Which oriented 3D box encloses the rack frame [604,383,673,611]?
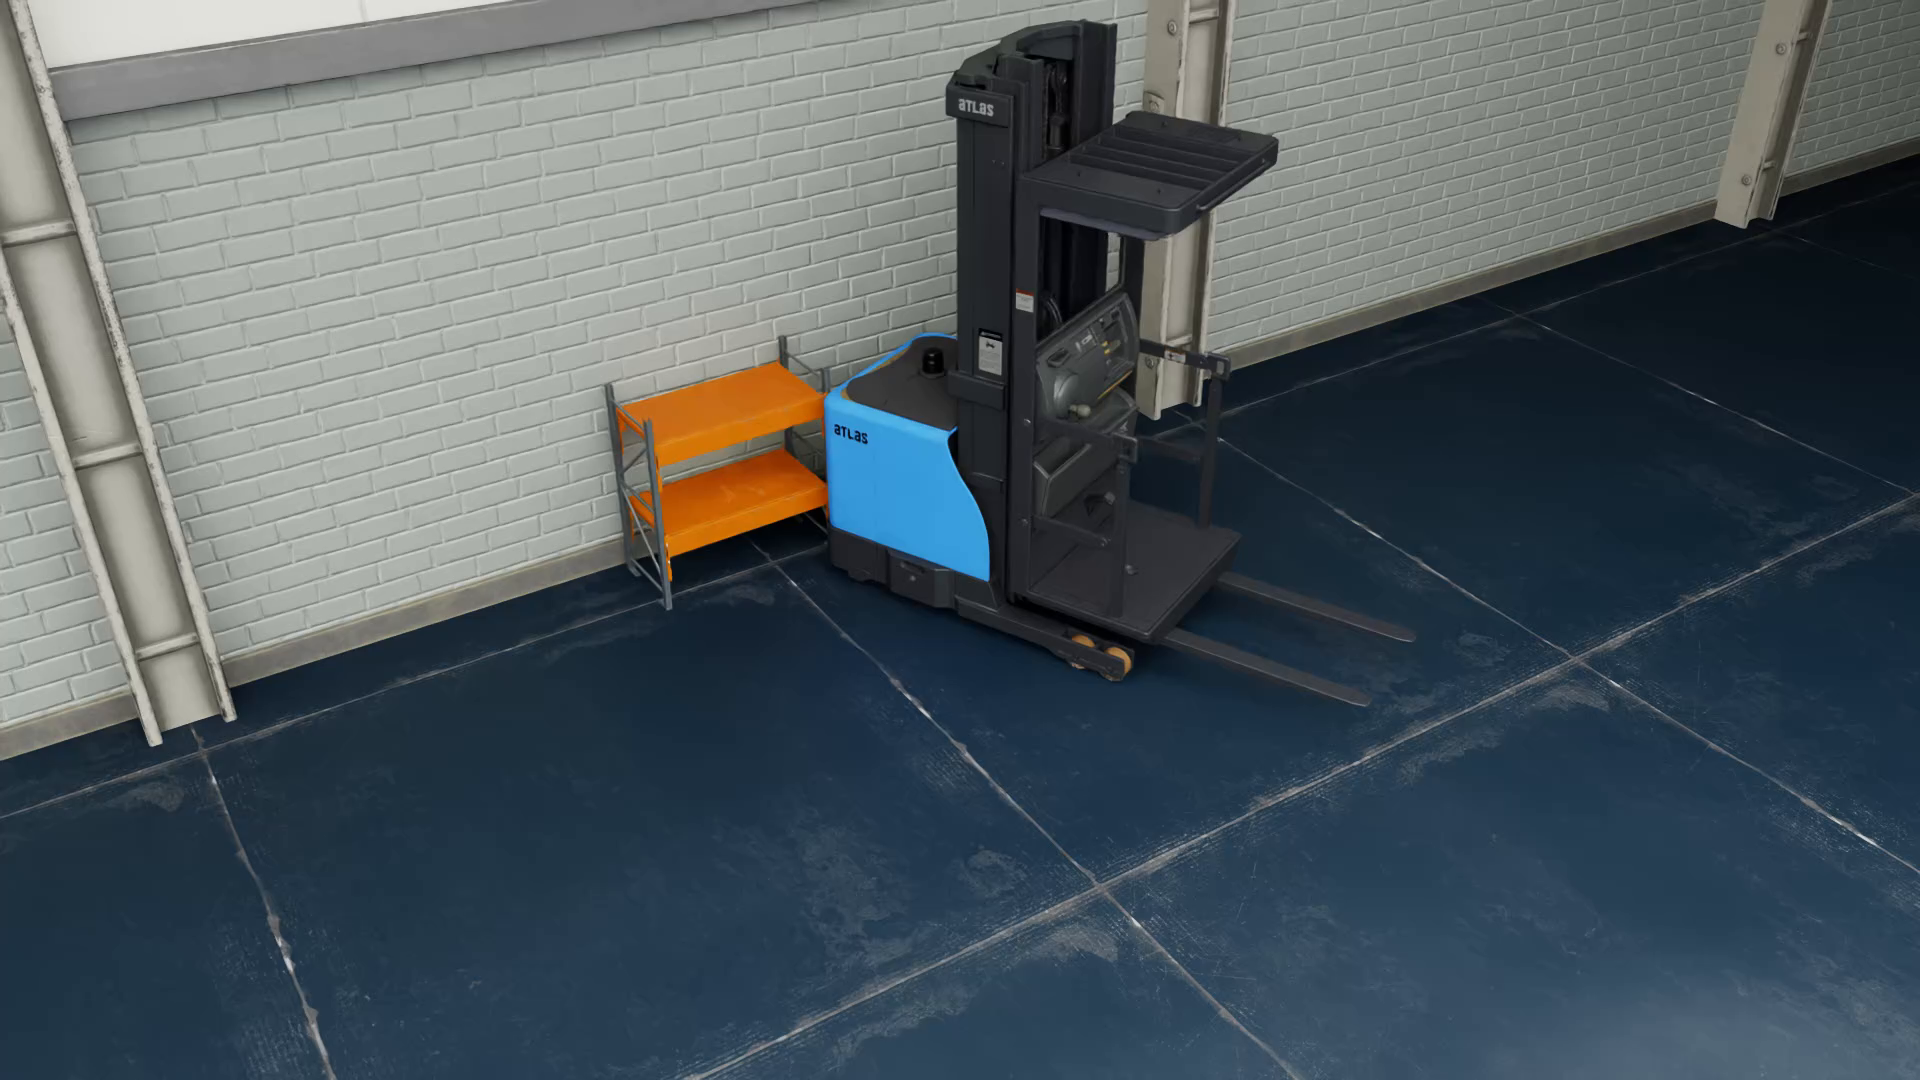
[{"bbox_3d":[-1.670,-0.217,8.653,0.032,1.125,0.500,-20,37,-29],"label":"rack frame"}]

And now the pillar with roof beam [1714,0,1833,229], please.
[{"bbox_3d":[8.691,-4.496,8.064,0.400,9.000,9.100,-19,37,-27],"label":"pillar with roof beam"}]

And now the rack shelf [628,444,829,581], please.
[{"bbox_3d":[-1.251,-0.163,9.027,1.000,0.278,0.538,-20,37,-29],"label":"rack shelf"}]

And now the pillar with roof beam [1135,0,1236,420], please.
[{"bbox_3d":[3.648,-2.761,5.315,0.400,9.000,9.100,-19,37,-27],"label":"pillar with roof beam"}]

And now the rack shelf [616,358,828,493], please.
[{"bbox_3d":[-1.251,-0.618,8.740,1.000,0.278,0.538,-20,37,-29],"label":"rack shelf"}]

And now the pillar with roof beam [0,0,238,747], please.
[{"bbox_3d":[-1.395,-1.027,2.565,0.400,9.000,9.100,-19,37,-27],"label":"pillar with roof beam"}]

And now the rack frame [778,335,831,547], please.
[{"bbox_3d":[-0.832,-0.524,9.140,0.032,1.125,0.500,-20,37,-29],"label":"rack frame"}]

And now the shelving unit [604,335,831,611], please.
[{"bbox_3d":[-1.251,-0.370,8.897,1.048,1.125,0.538,-20,37,-29],"label":"shelving unit"}]

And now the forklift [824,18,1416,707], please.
[{"bbox_3d":[0.799,-0.863,7.993,3.031,2.935,1.130,19,37,27],"label":"forklift"}]
